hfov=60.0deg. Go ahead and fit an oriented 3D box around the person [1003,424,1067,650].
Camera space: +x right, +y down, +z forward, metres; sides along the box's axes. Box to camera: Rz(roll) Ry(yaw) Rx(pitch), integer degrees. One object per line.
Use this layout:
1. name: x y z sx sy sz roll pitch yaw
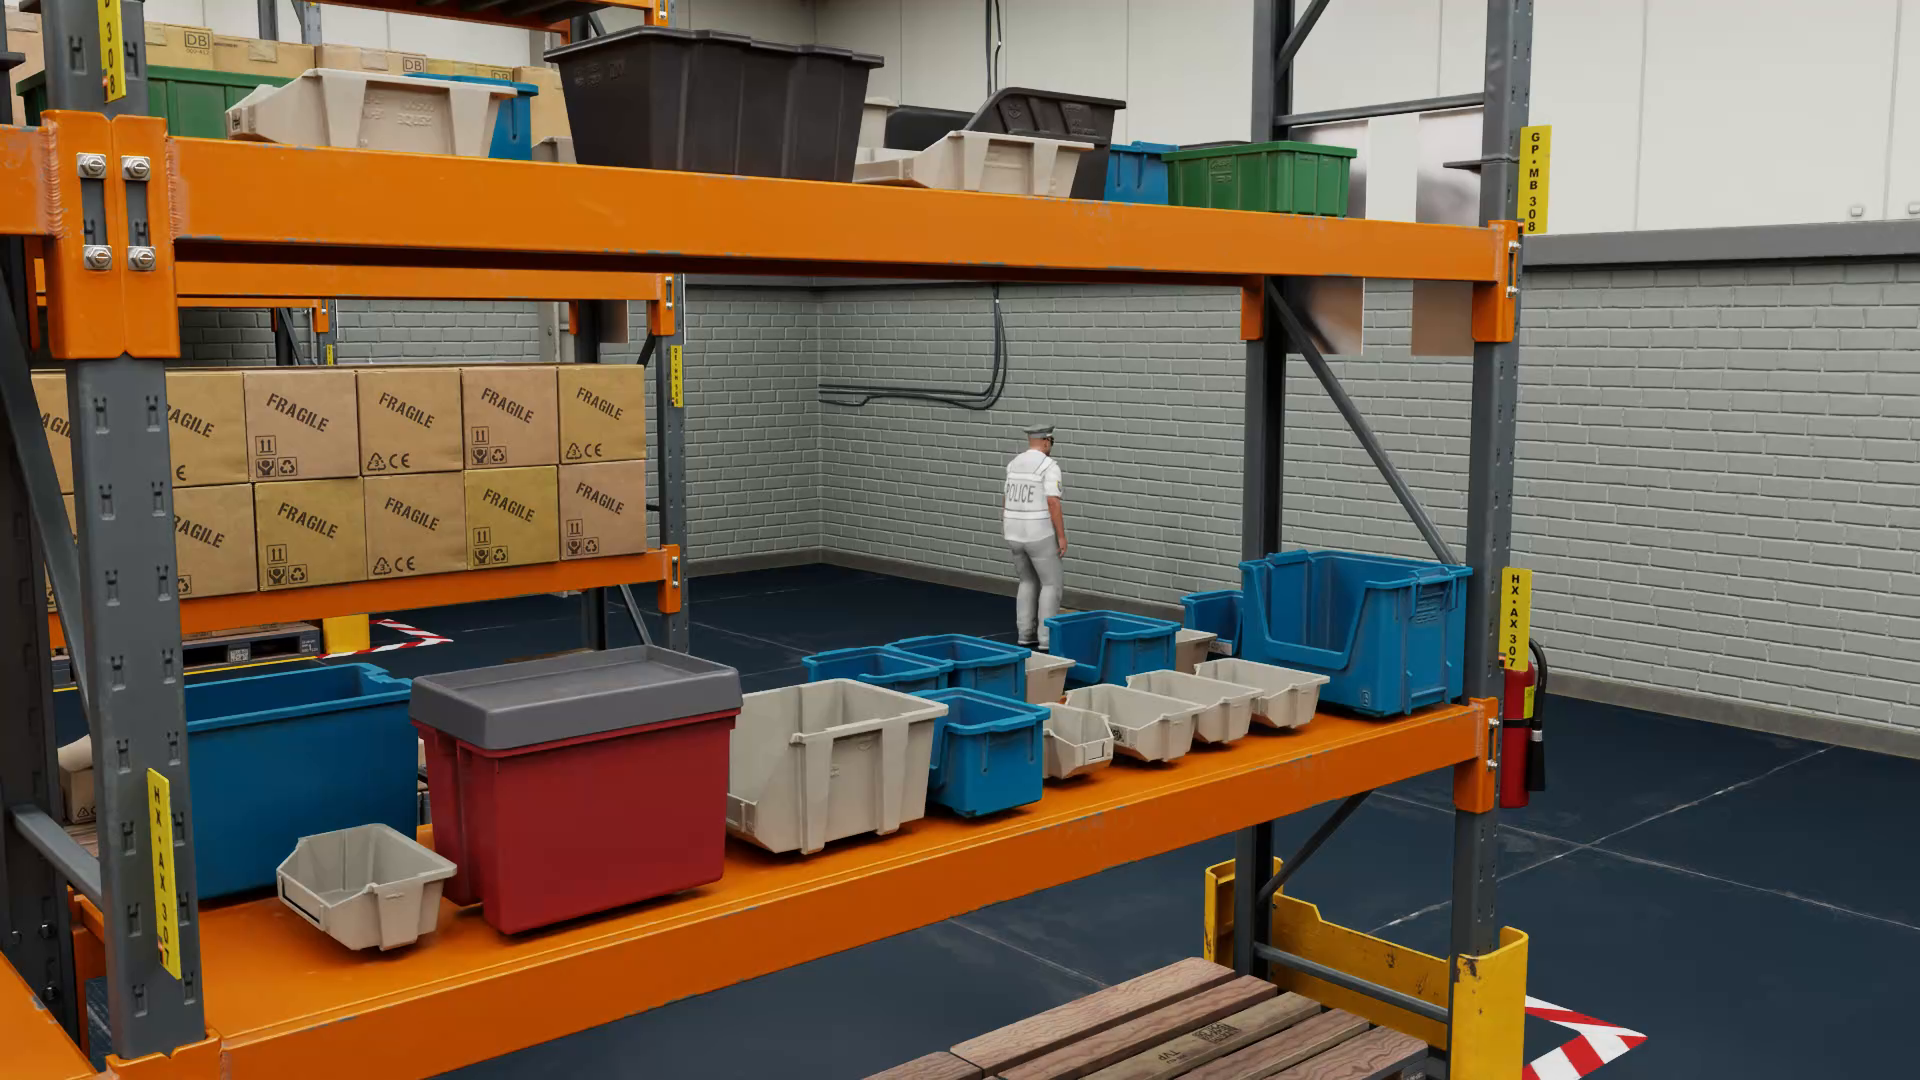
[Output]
1. person: 0.597 -0.031 12.993 0.480 1.746 0.593 -7 10 -44
